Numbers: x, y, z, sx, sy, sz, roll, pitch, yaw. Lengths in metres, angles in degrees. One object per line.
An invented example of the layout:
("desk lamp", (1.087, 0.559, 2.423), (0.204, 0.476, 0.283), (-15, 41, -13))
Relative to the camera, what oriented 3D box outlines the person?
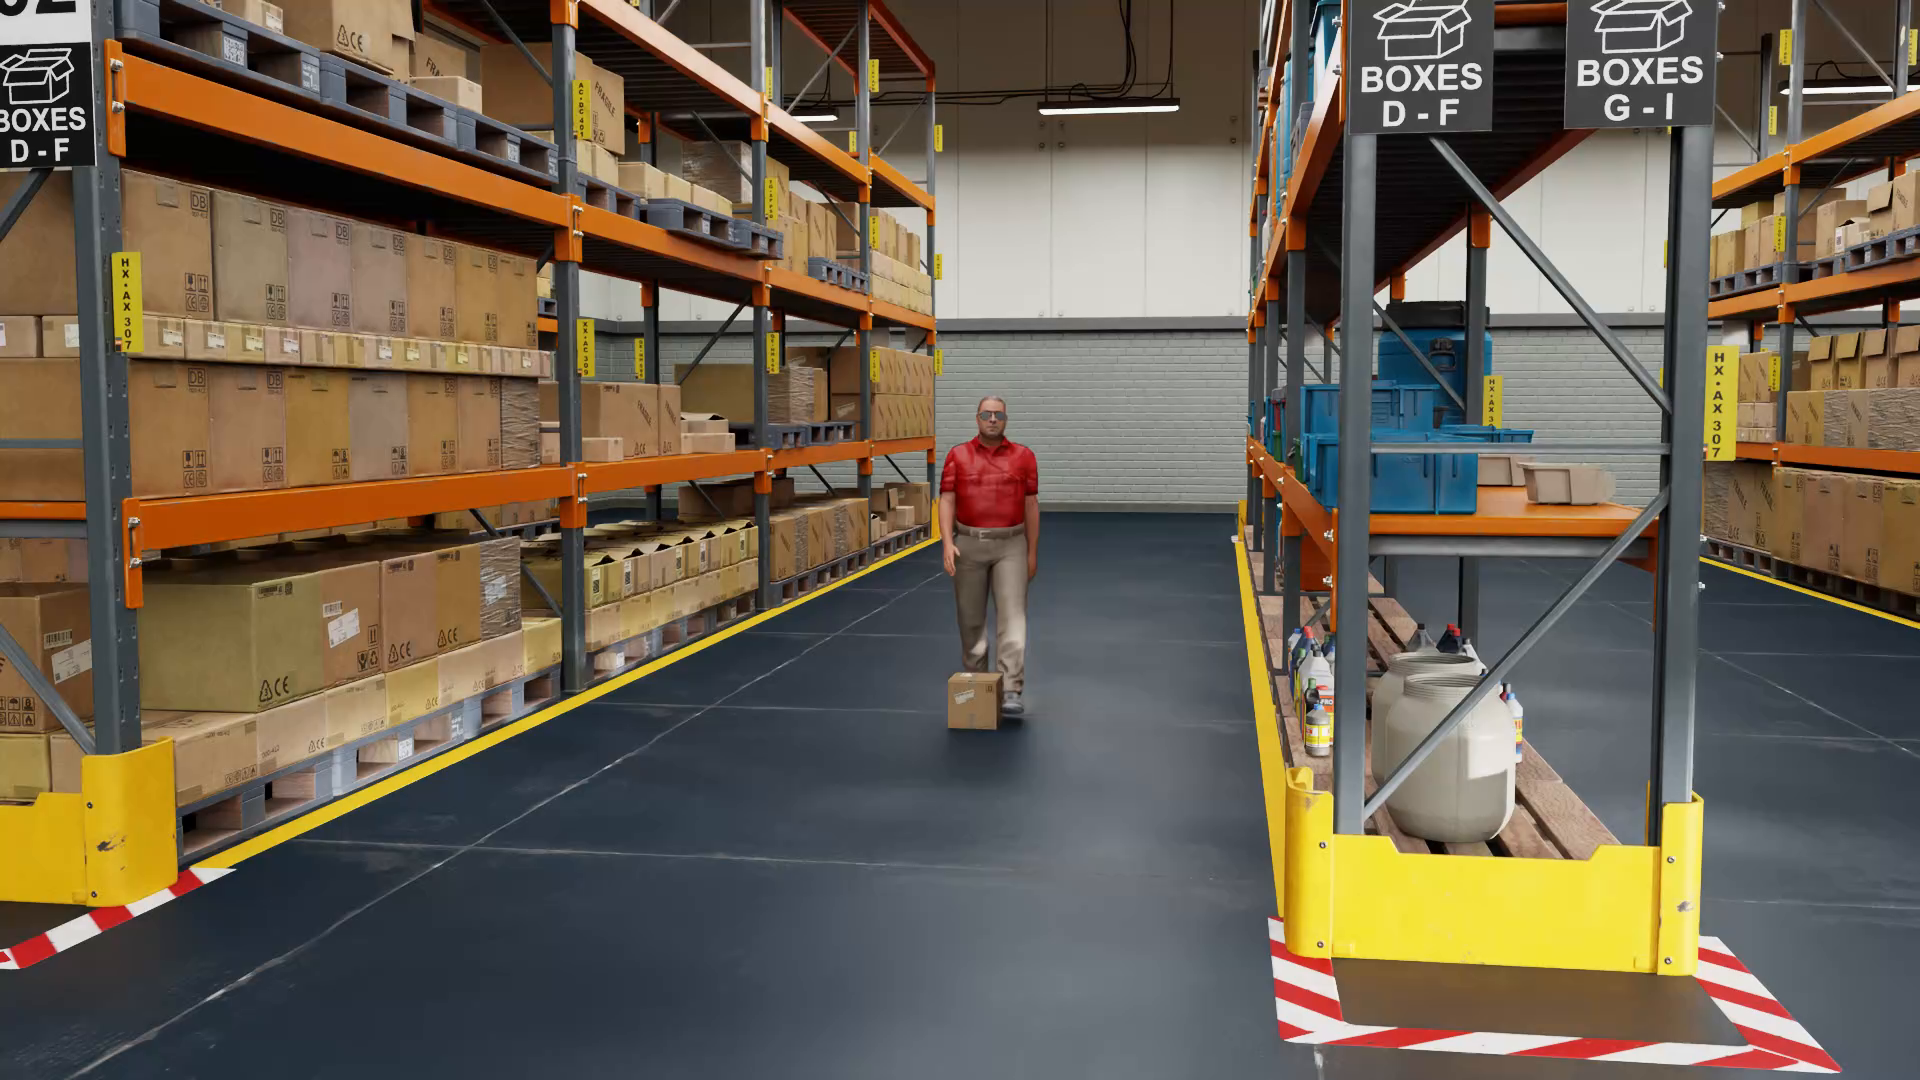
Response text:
("person", (0.177, 0.072, 8.982), (0.527, 1.736, 0.367), (1, 5, 10))
